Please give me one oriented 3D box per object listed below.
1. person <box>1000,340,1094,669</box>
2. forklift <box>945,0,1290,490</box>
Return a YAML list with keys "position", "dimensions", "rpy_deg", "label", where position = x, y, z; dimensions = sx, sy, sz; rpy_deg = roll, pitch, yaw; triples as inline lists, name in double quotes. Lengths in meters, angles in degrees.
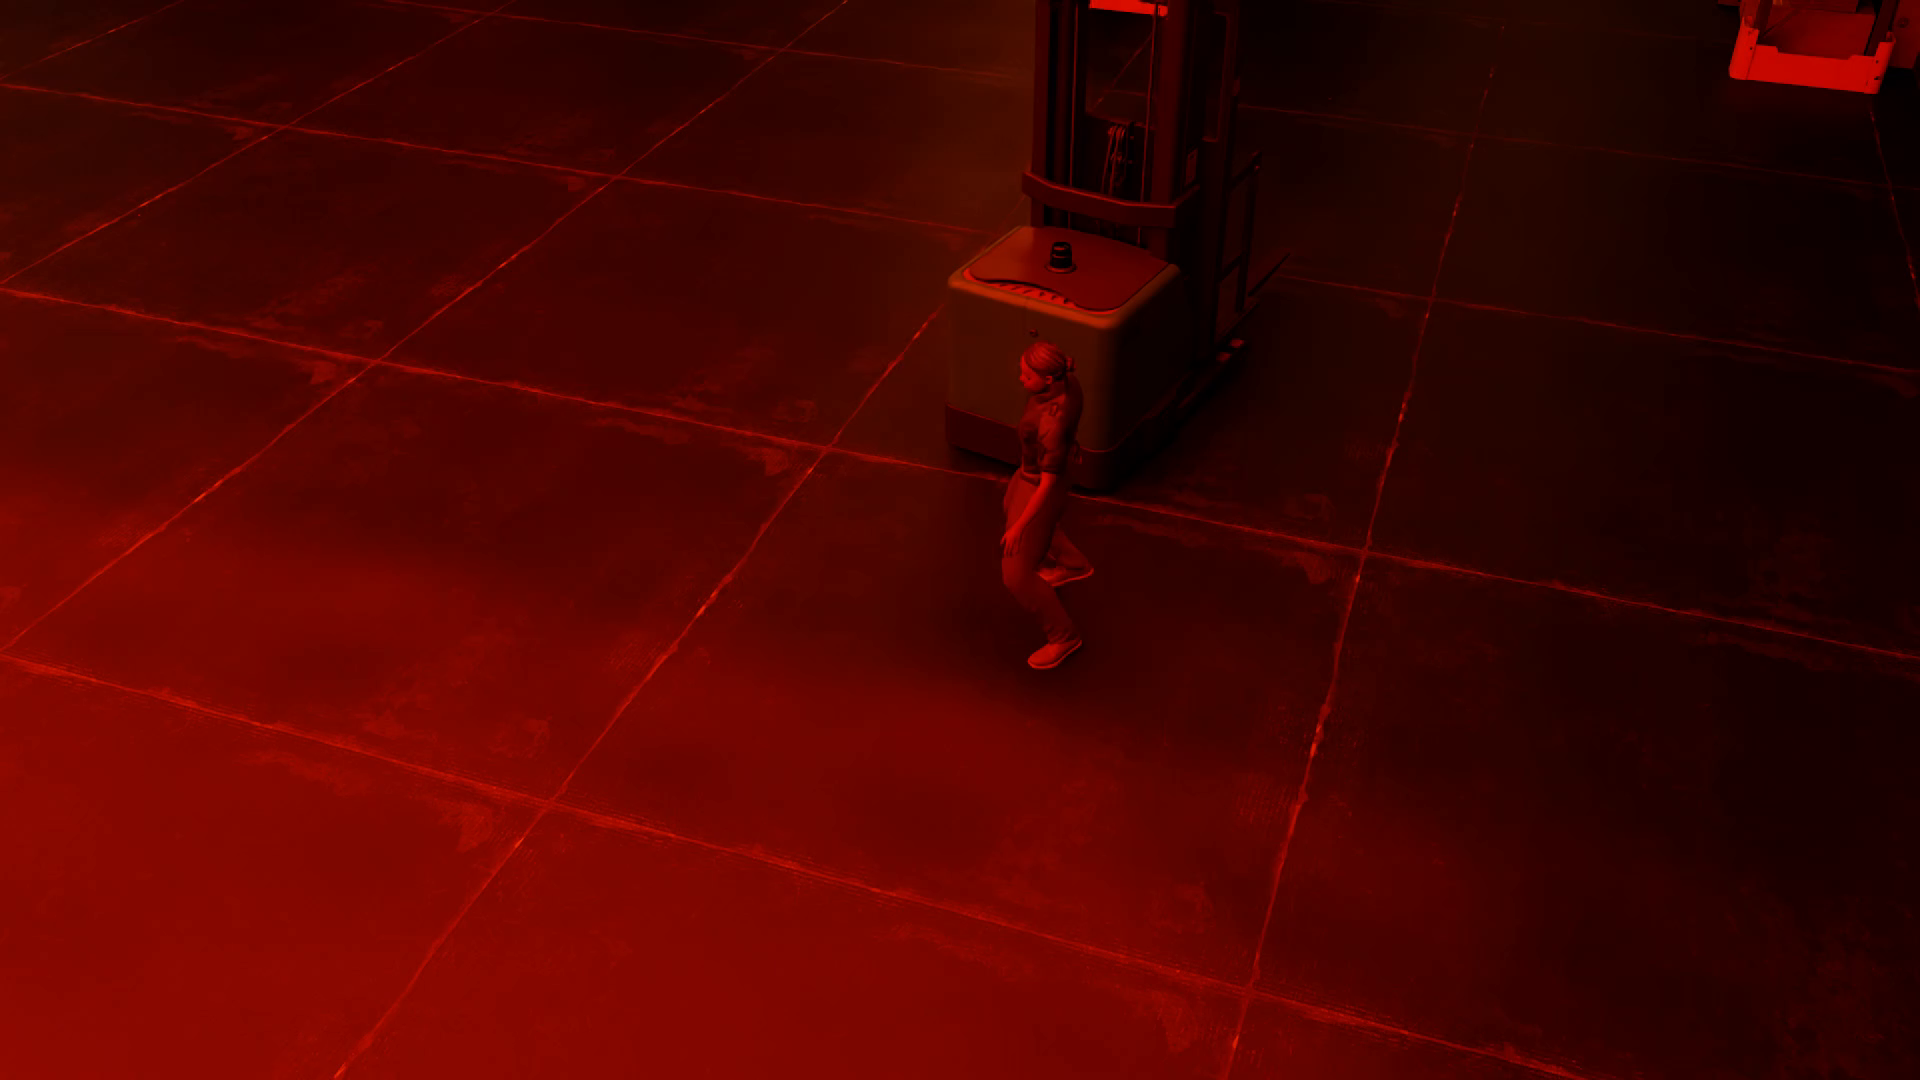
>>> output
- position: [0.452, -0.251, 7.663]
  dimensions: [0.364, 1.573, 0.822]
  rpy_deg: [8, 36, 12]
  label: "person"
- position: [1.110, -2.287, 9.337]
  dimensions: [1.130, 2.935, 3.031]
  rpy_deg: [19, 40, 25]
  label: "forklift"
